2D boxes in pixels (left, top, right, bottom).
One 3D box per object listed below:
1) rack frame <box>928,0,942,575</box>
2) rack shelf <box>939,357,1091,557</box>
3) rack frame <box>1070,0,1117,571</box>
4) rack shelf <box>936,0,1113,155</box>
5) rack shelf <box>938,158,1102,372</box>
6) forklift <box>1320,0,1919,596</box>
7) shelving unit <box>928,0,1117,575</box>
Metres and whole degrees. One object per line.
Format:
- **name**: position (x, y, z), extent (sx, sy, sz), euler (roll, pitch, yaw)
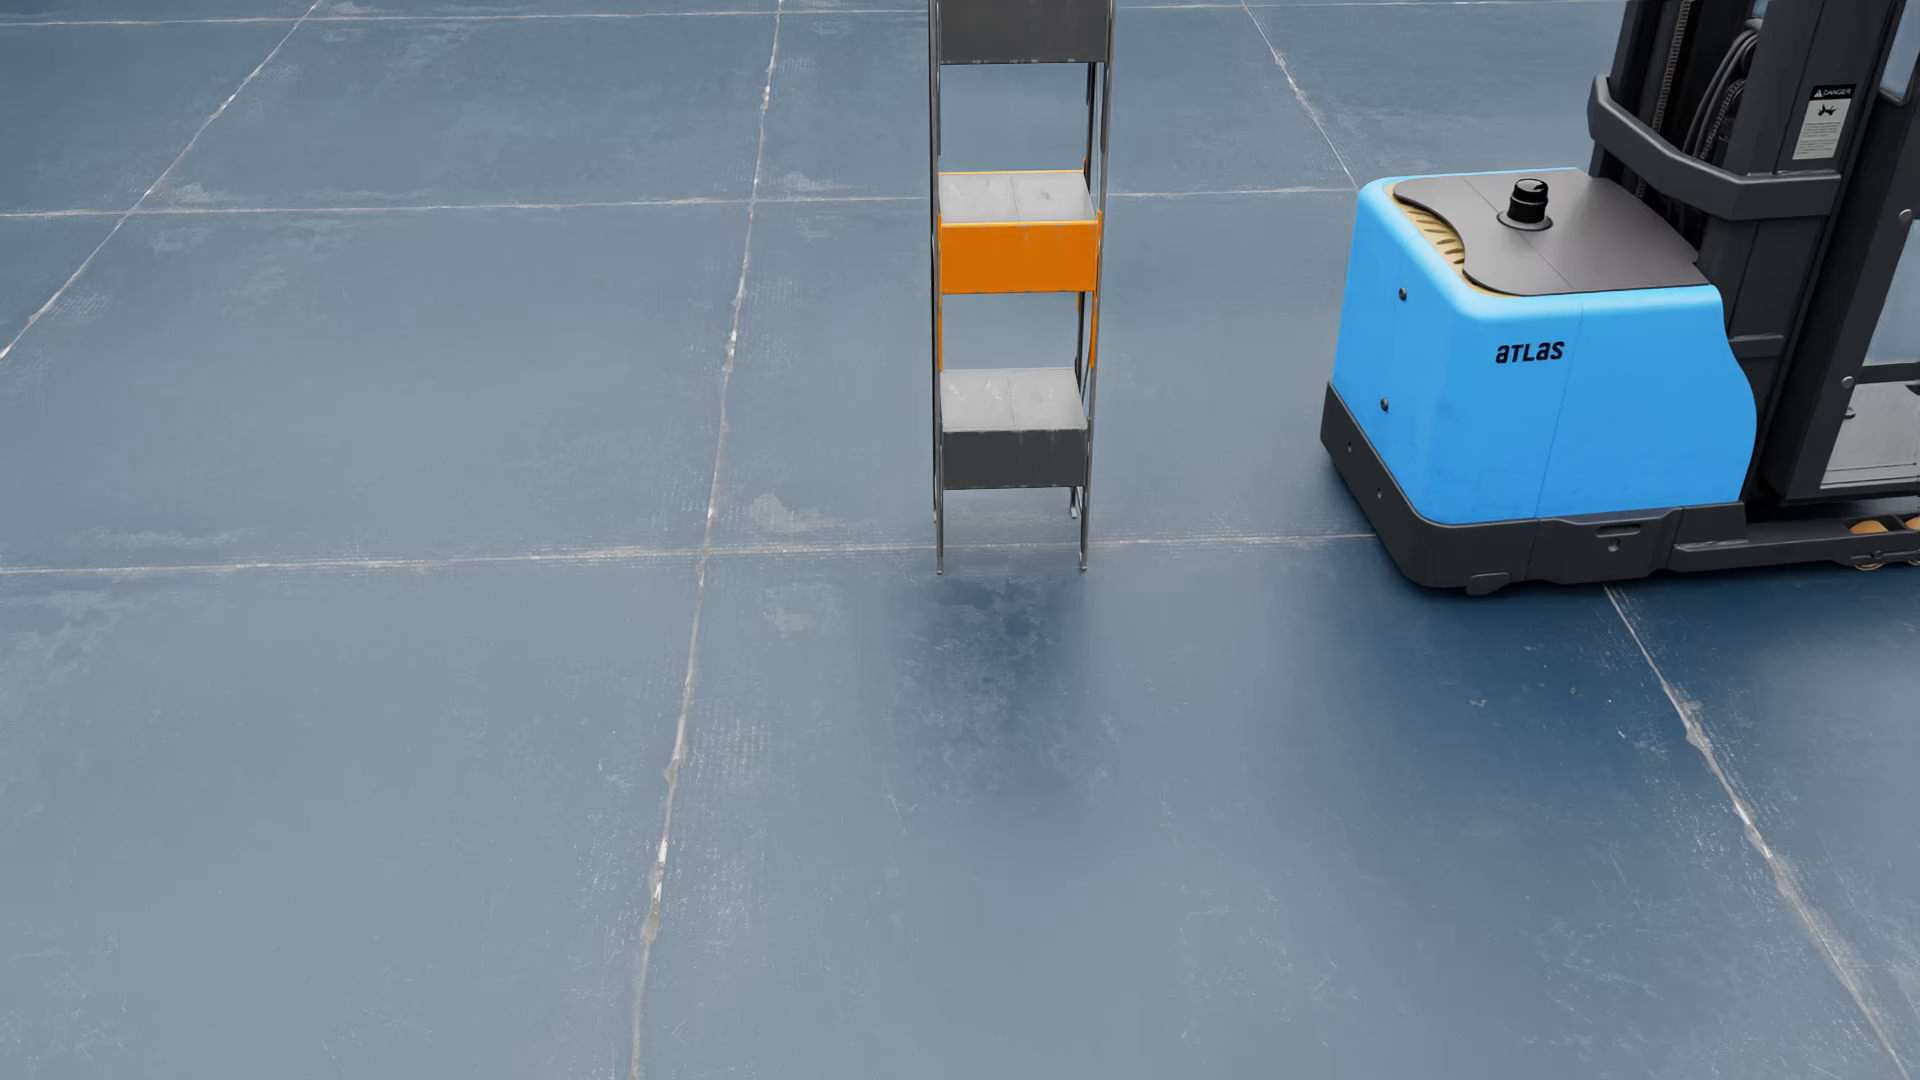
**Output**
- **rack frame**: position (-0.078, -0.861, 5.149), extent (0.015, 2.100, 0.400), euler (-2, 35, -2)
- **rack shelf**: position (0.165, -0.281, 5.565), extent (0.480, 0.518, 0.431), euler (-2, 35, -2)
- **rack frame**: position (0.409, -0.874, 5.168), extent (0.015, 2.100, 0.400), euler (-2, 35, -2)
- **rack shelf**: position (0.165, -1.432, 4.768), extent (0.480, 0.518, 0.431), euler (-2, 35, -2)
- **rack shelf**: position (0.165, -0.857, 5.167), extent (0.480, 0.518, 0.431), euler (-2, 35, -2)
- **forklift**: position (2.894, -1.397, 5.193), extent (3.031, 2.935, 1.130), euler (-5, 35, -7)
- **shelving unit**: position (0.165, -0.868, 5.159), extent (0.503, 2.100, 0.431), euler (-2, 35, -2)
